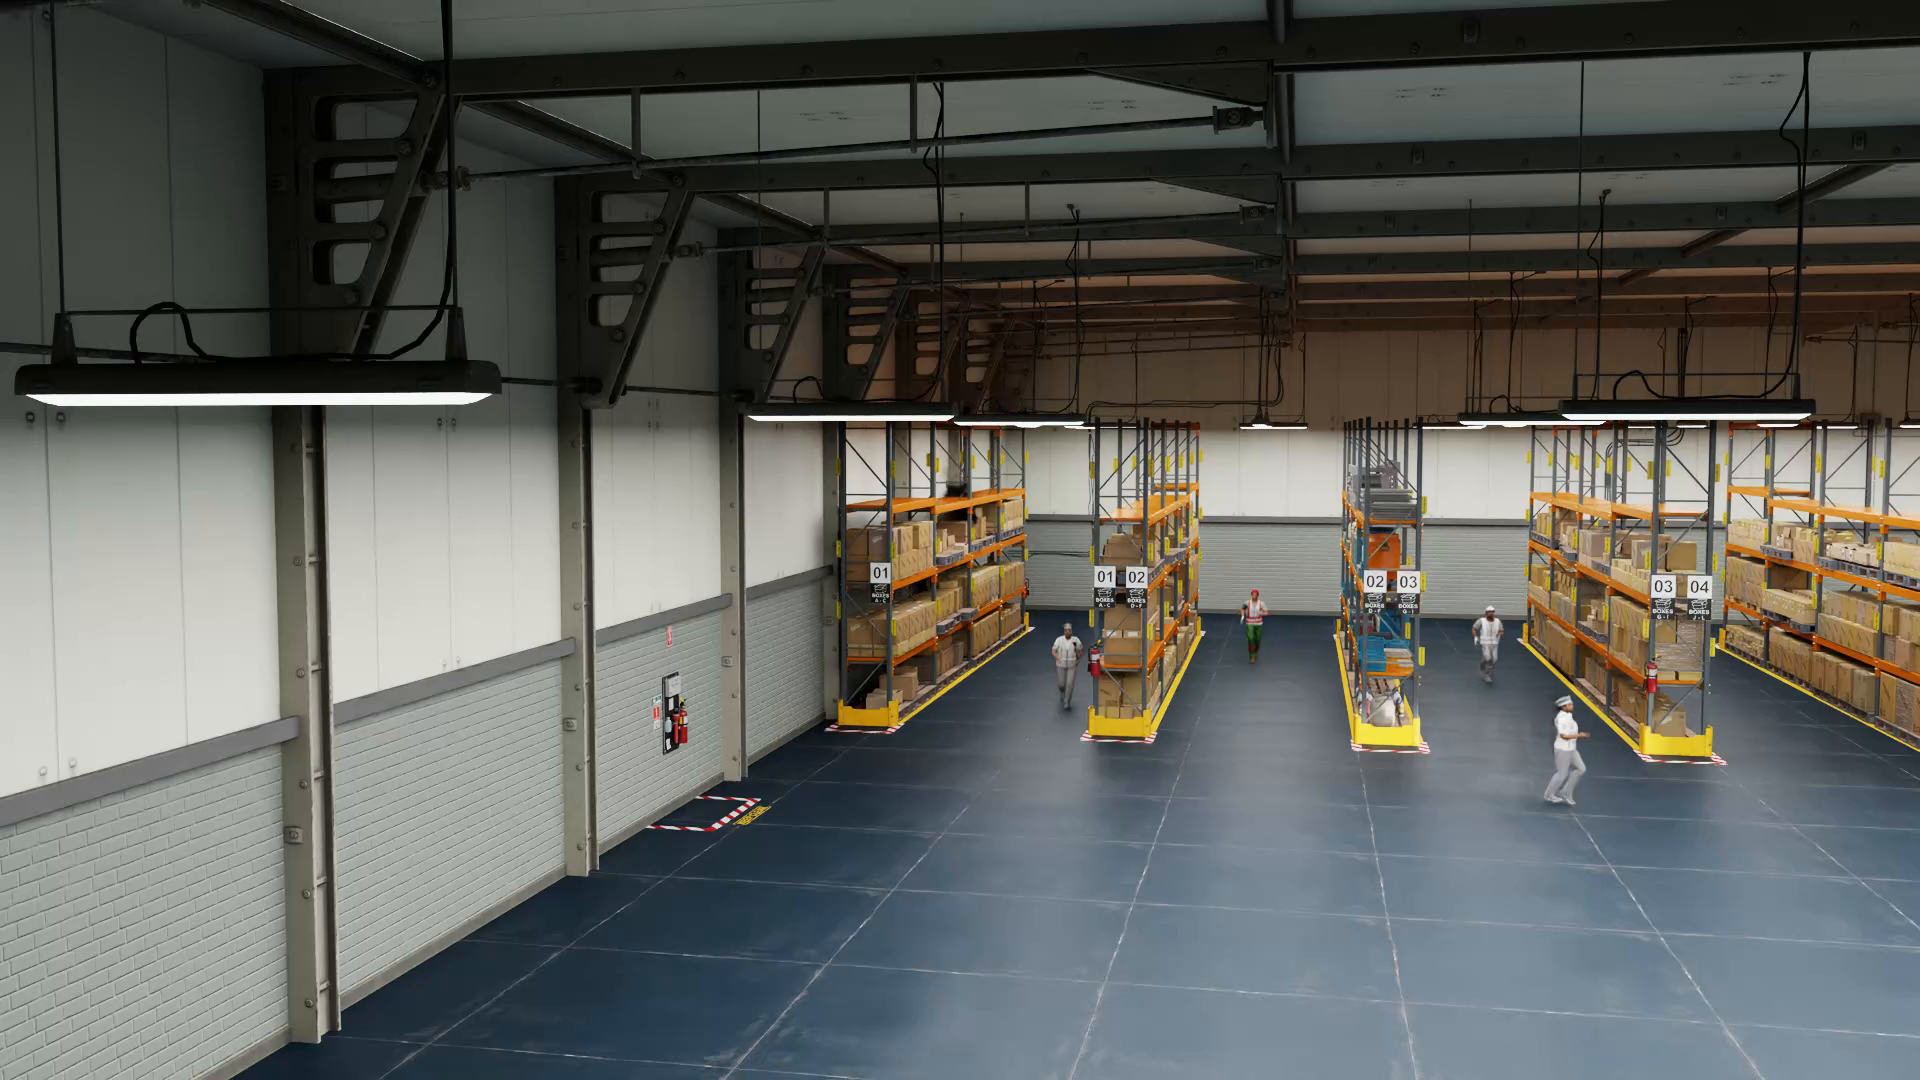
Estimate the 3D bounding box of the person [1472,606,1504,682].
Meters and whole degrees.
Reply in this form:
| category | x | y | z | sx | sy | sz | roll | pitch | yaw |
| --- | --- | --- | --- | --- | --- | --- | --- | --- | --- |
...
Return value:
| category | x | y | z | sx | sy | sz | roll | pitch | yaw |
| --- | --- | --- | --- | --- | --- | --- | --- | --- | --- |
| person | 12.098 | 2.384 | 37.974 | 0.675 | 1.739 | 0.597 | 0 | 4 | -1 |

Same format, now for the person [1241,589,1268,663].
| category | x | y | z | sx | sy | sz | roll | pitch | yaw |
| --- | --- | --- | --- | --- | --- | --- | --- | --- | --- |
| person | 7.317 | 2.116 | 41.328 | 0.659 | 1.787 | 0.980 | 0 | 4 | 4 |

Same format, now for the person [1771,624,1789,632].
| category | x | y | z | sx | sy | sz | roll | pitch | yaw |
| --- | --- | --- | --- | --- | --- | --- | --- | --- | --- |
| person | 22.070 | 1.971 | 44.723 | 0.675 | 1.753 | 0.596 | -1 | 4 | -12 |

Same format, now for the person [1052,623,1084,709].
| category | x | y | z | sx | sy | sz | roll | pitch | yaw |
| --- | --- | --- | --- | --- | --- | --- | --- | --- | --- |
| person | 2.243 | 2.597 | 34.614 | 0.660 | 1.755 | 0.772 | 0 | 4 | 4 |

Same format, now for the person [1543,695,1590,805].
| category | x | y | z | sx | sy | sz | roll | pitch | yaw |
| --- | --- | --- | --- | --- | --- | --- | --- | --- | --- |
| person | 9.316 | 3.231 | 25.491 | 0.667 | 1.728 | 0.558 | 2 | 4 | 33 |
